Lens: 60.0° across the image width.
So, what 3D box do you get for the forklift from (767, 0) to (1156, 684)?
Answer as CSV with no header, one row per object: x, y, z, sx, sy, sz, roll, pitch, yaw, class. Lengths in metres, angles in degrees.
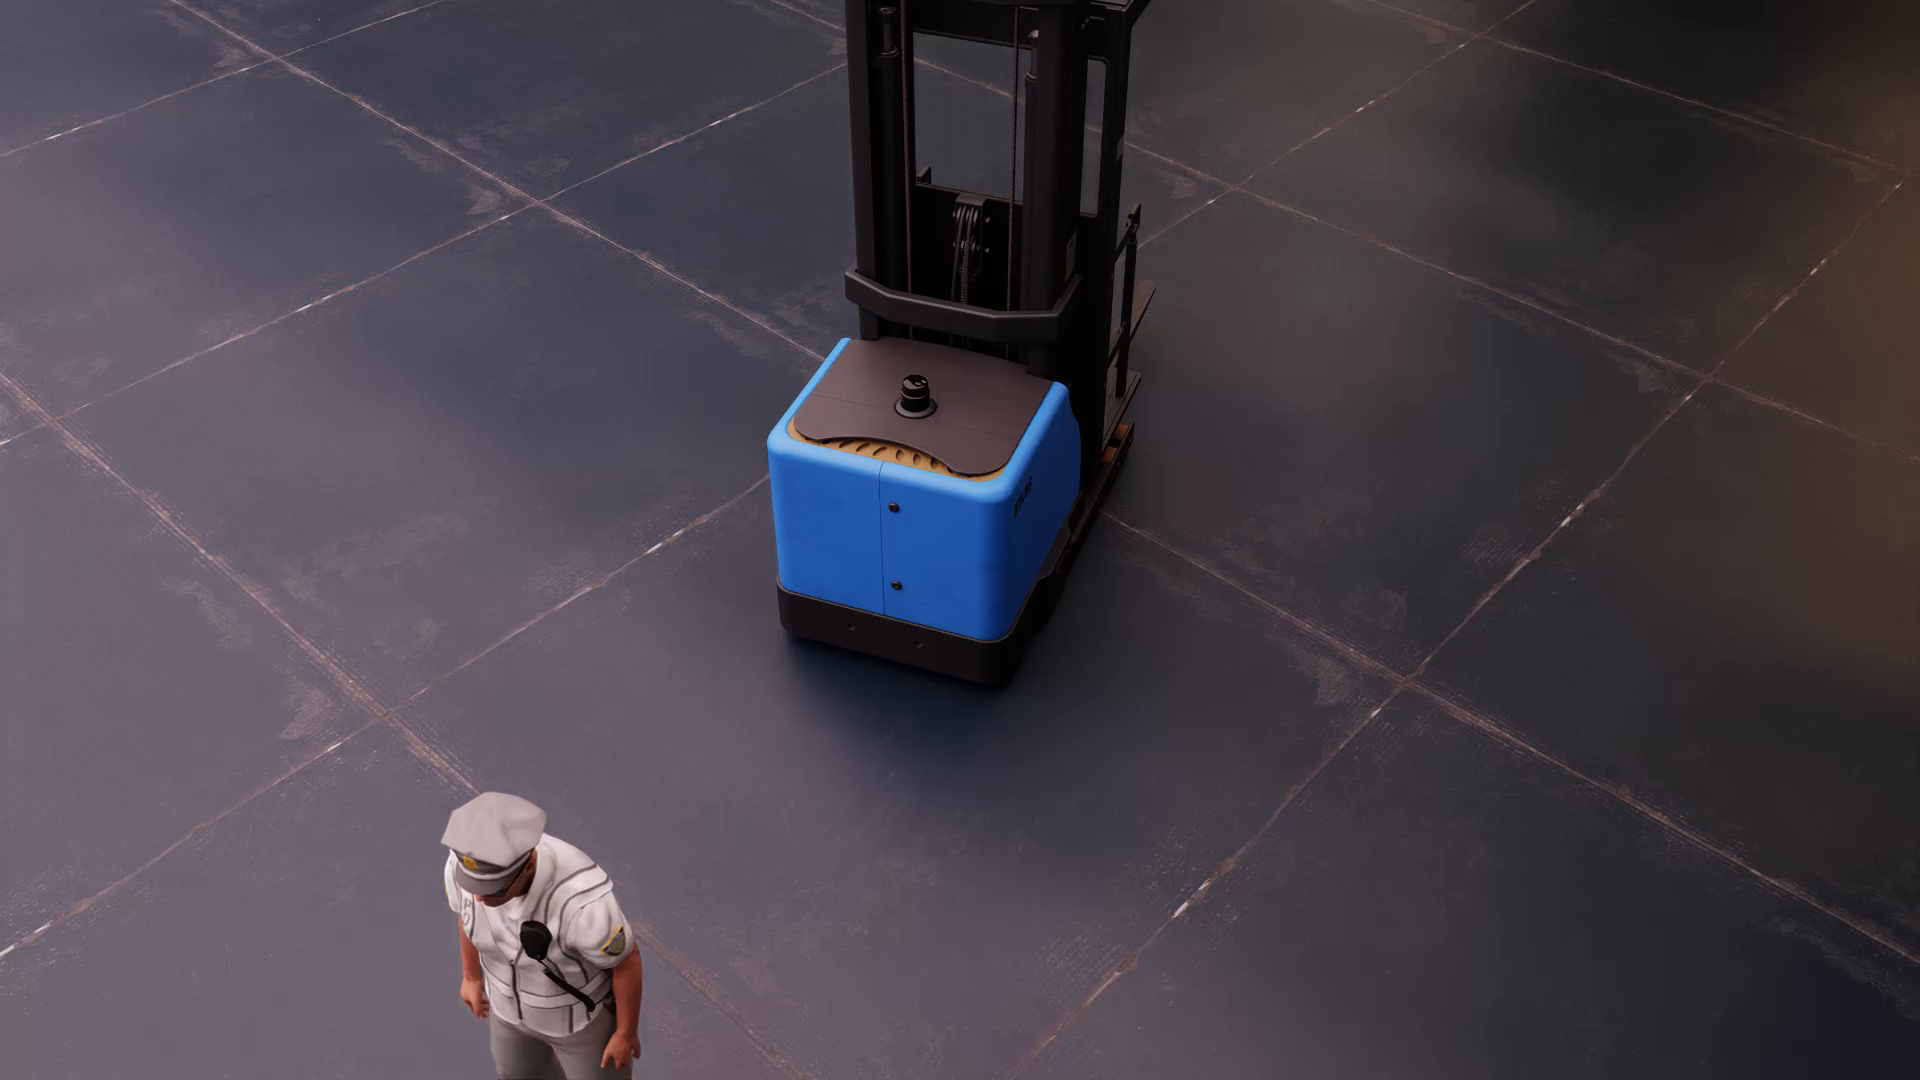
0.211,-1.484,7.158,1.130,2.935,3.031,14,42,15,forklift

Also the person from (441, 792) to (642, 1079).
-1.165,1.311,4.807,0.587,1.748,0.433,15,43,17,person
